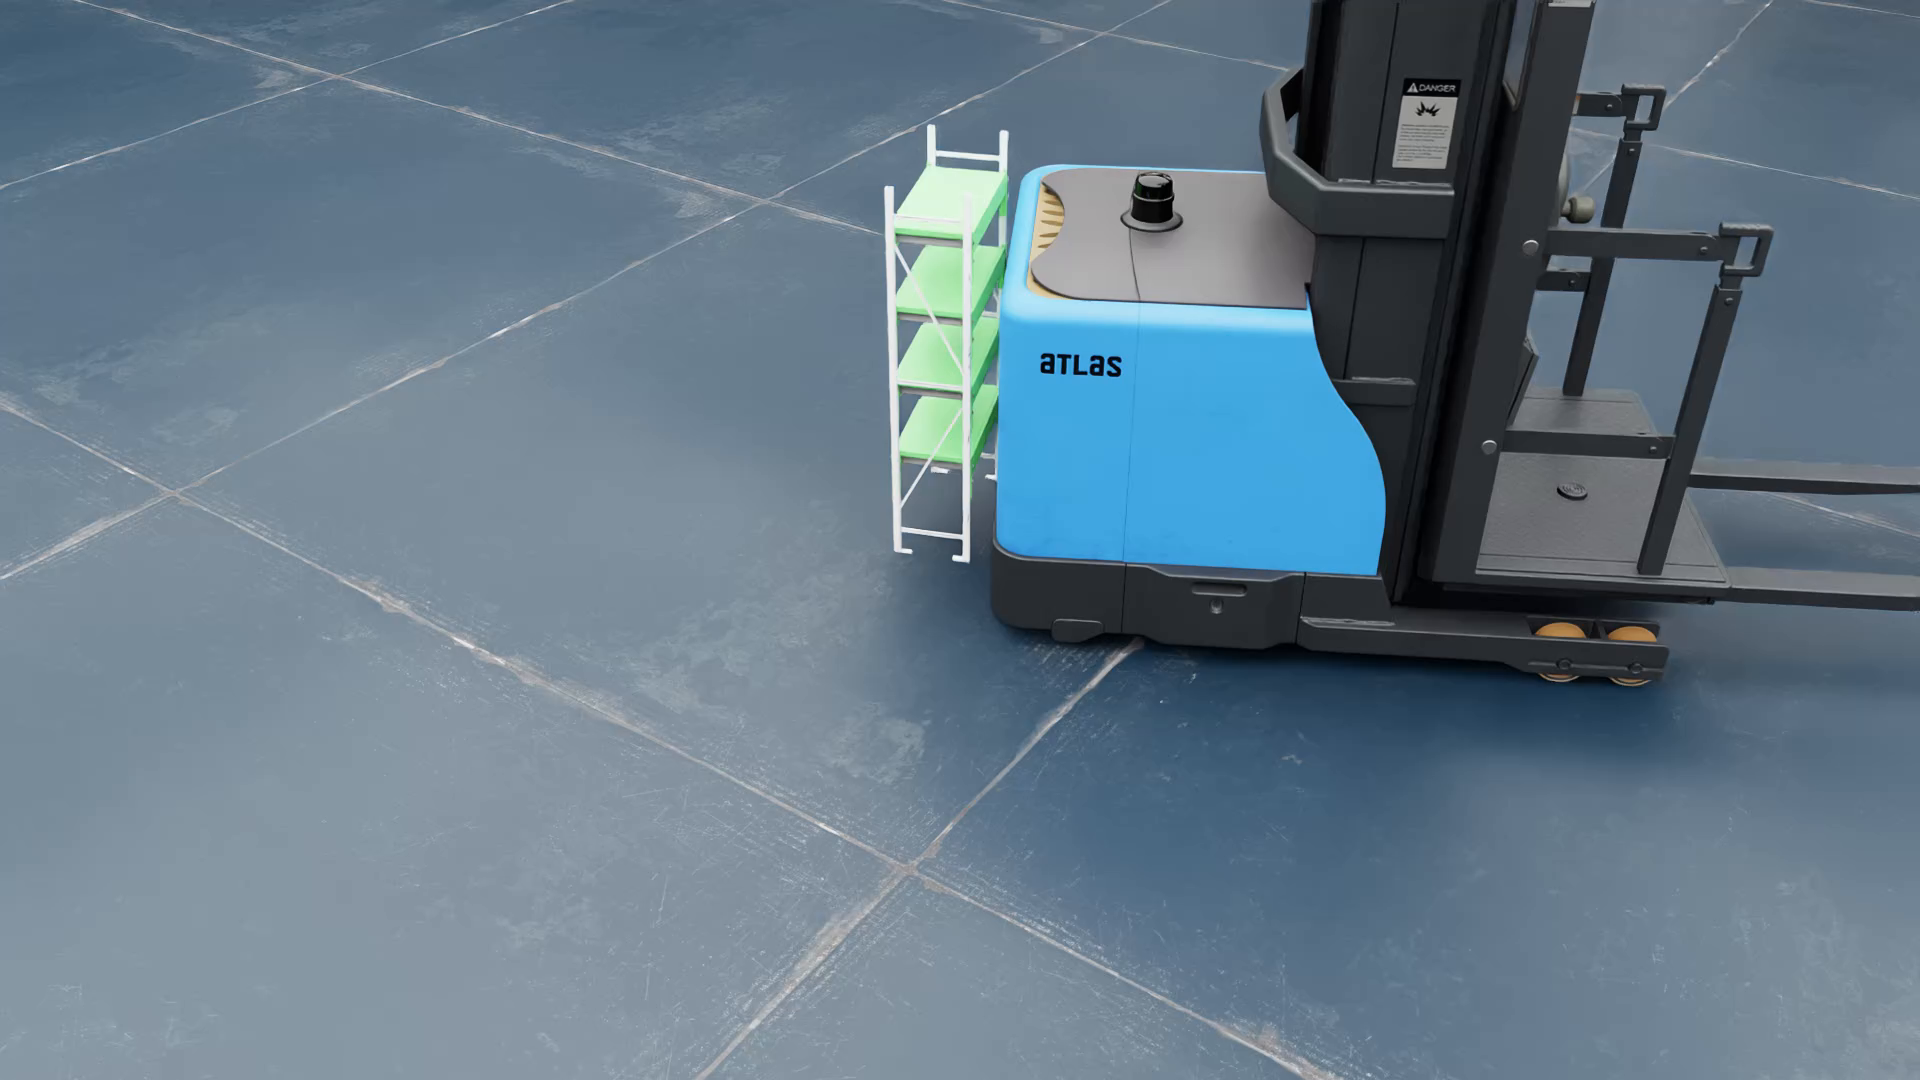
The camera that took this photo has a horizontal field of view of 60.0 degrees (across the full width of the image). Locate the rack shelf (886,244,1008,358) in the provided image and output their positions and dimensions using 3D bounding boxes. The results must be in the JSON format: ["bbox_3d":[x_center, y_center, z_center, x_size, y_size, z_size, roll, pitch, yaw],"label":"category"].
[{"bbox_3d":[-0.032,-0.727,4.940,0.258,0.148,0.480,7,35,11],"label":"rack shelf"}]

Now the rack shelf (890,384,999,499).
[{"bbox_3d":[-0.032,-0.330,5.209,0.258,0.148,0.480,7,35,11],"label":"rack shelf"}]

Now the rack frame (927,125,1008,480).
[{"bbox_3d":[0.022,-0.715,5.236,0.240,1.200,0.015,7,35,11],"label":"rack frame"}]

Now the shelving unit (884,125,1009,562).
[{"bbox_3d":[-0.032,-0.581,5.039,0.258,1.200,0.503,7,35,11],"label":"shelving unit"}]

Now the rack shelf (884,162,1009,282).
[{"bbox_3d":[-0.032,-0.926,4.806,0.258,0.148,0.480,7,35,11],"label":"rack shelf"}]

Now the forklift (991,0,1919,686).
[{"bbox_3d":[1.639,-1.120,4.289,3.031,2.935,1.130,3,34,5],"label":"forklift"}]

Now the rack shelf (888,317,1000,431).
[{"bbox_3d":[-0.032,-0.529,5.074,0.258,0.148,0.480,7,35,11],"label":"rack shelf"}]

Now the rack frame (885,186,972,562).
[{"bbox_3d":[-0.087,-0.448,4.842,0.240,1.200,0.015,7,35,11],"label":"rack frame"}]
